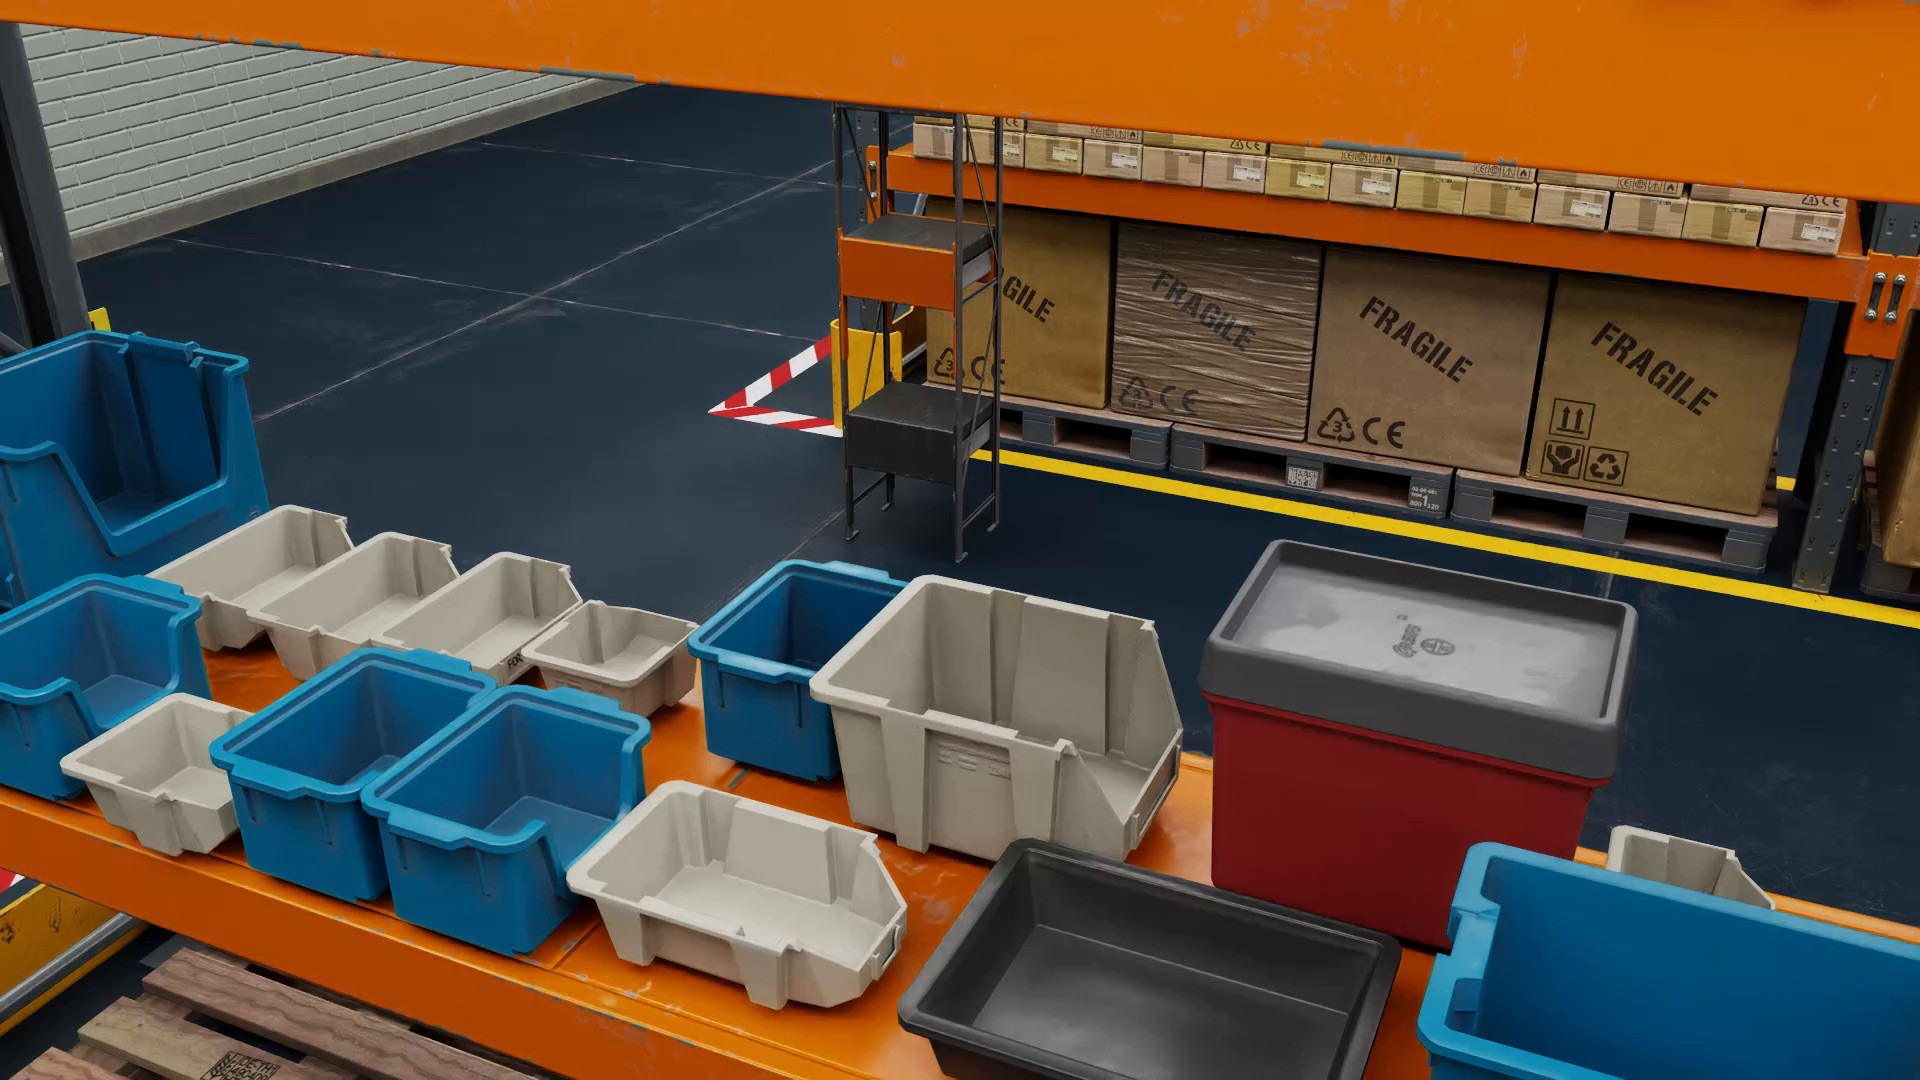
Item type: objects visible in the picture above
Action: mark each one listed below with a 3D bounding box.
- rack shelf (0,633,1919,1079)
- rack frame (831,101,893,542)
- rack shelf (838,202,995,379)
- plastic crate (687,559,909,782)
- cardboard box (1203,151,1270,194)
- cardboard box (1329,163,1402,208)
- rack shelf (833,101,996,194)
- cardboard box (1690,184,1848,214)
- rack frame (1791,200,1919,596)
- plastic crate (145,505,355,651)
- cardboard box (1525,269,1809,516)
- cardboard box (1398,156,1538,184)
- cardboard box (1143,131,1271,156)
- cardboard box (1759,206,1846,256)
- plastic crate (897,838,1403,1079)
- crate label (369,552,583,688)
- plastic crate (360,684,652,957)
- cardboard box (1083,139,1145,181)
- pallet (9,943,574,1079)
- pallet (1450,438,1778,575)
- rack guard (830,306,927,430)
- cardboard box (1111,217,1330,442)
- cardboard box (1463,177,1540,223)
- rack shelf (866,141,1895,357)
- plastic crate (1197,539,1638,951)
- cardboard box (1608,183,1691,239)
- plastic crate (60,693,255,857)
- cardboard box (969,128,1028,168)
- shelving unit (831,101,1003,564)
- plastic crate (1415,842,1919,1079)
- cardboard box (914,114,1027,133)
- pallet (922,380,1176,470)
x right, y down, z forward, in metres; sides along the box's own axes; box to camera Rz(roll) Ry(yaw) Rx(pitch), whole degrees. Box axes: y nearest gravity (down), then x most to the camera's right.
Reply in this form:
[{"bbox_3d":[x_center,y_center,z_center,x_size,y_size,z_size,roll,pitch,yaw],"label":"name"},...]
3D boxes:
[{"bbox_3d":[-0.426,0.604,2.941,4.000,0.370,1.077,11,28,22],"label":"rack shelf"},{"bbox_3d":[-0.373,-1.017,6.438,0.015,2.100,0.400,11,28,22],"label":"rack frame"},{"bbox_3d":[-0.151,-0.960,6.354,0.480,0.518,0.431,11,28,22],"label":"rack shelf"},{"bbox_3d":[-0.271,0.236,2.995,0.300,0.233,0.416,11,28,22],"label":"plastic crate"},{"bbox_3d":[1.162,-1.531,6.749,0.250,0.149,0.380,11,28,21],"label":"cardboard box"},{"bbox_3d":[1.631,-1.437,6.558,0.250,0.149,0.380,12,29,23],"label":"cardboard box"},{"bbox_3d":[-0.151,-1.588,6.045,0.480,0.518,0.431,11,28,22],"label":"rack shelf"},{"bbox_3d":[2.935,-1.386,6.002,0.500,0.250,0.500,11,28,21],"label":"cardboard box"},{"bbox_3d":[3.445,-1.344,6.085,0.127,3.000,1.000,11,28,22],"label":"rack frame"},{"bbox_3d":[-1.429,0.084,3.415,0.243,0.136,0.396,11,28,22],"label":"plastic crate"},{"bbox_3d":[2.877,-0.732,6.772,0.875,0.875,0.875,11,28,22],"label":"cardboard box"},{"bbox_3d":[1.998,-1.573,6.381,0.500,0.250,0.500,12,29,23],"label":"cardboard box"},{"bbox_3d":[1.061,-1.760,6.762,0.500,0.250,0.500,10,28,20],"label":"cardboard box"},{"bbox_3d":[3.032,-1.156,5.986,0.250,0.149,0.380,12,28,22],"label":"cardboard box"},{"bbox_3d":[0.265,0.647,2.283,0.590,0.125,0.437,11,28,22],"label":"plastic crate"},{"bbox_3d":[-0.908,0.183,3.212,0.243,0.136,0.396,11,28,22],"label":"crate label"},{"bbox_3d":[-0.686,0.437,2.588,0.300,0.233,0.416,11,28,22],"label":"plastic crate"},{"bbox_3d":[0.696,-1.625,6.939,0.250,0.149,0.380,11,28,21],"label":"cardboard box"},{"bbox_3d":[-1.512,1.333,3.803,1.213,0.211,1.003,11,28,22],"label":"pallet"},{"bbox_3d":[2.785,-0.264,7.047,1.213,0.211,1.003,11,28,22],"label":"pallet"},{"bbox_3d":[-0.218,-0.959,8.131,0.348,0.500,1.175,11,28,22],"label":"rack guard"},{"bbox_3d":[1.248,-1.060,7.436,0.875,0.875,0.875,11,28,22],"label":"cardboard box"},{"bbox_3d":[2.095,-1.344,6.368,0.250,0.149,0.380,12,29,23],"label":"cardboard box"},{"bbox_3d":[1.625,-1.387,6.986,4.000,0.370,1.077,11,28,22],"label":"rack shelf"},{"bbox_3d":[0.686,0.327,2.549,0.583,0.464,0.402,11,28,22],"label":"plastic crate"},{"bbox_3d":[2.564,-1.250,6.177,0.250,0.149,0.380,11,28,21],"label":"cardboard box"},{"bbox_3d":[-1.283,0.401,2.771,0.298,0.136,0.250,11,28,22],"label":"plastic crate"},{"bbox_3d":[0.225,-1.719,7.130,0.250,0.149,0.380,11,28,21],"label":"cardboard box"},{"bbox_3d":[-0.151,-0.972,6.348,0.503,2.100,0.431,11,28,22],"label":"shelving unit"},{"bbox_3d":[0.829,0.679,1.925,0.575,0.384,0.392,11,28,22],"label":"plastic crate"},{"bbox_3d":[0.129,-1.946,7.139,0.500,0.250,0.500,11,28,20],"label":"cardboard box"},{"bbox_3d":[0.564,-0.710,7.953,1.213,0.211,1.003,11,28,22],"label":"pallet"}]
